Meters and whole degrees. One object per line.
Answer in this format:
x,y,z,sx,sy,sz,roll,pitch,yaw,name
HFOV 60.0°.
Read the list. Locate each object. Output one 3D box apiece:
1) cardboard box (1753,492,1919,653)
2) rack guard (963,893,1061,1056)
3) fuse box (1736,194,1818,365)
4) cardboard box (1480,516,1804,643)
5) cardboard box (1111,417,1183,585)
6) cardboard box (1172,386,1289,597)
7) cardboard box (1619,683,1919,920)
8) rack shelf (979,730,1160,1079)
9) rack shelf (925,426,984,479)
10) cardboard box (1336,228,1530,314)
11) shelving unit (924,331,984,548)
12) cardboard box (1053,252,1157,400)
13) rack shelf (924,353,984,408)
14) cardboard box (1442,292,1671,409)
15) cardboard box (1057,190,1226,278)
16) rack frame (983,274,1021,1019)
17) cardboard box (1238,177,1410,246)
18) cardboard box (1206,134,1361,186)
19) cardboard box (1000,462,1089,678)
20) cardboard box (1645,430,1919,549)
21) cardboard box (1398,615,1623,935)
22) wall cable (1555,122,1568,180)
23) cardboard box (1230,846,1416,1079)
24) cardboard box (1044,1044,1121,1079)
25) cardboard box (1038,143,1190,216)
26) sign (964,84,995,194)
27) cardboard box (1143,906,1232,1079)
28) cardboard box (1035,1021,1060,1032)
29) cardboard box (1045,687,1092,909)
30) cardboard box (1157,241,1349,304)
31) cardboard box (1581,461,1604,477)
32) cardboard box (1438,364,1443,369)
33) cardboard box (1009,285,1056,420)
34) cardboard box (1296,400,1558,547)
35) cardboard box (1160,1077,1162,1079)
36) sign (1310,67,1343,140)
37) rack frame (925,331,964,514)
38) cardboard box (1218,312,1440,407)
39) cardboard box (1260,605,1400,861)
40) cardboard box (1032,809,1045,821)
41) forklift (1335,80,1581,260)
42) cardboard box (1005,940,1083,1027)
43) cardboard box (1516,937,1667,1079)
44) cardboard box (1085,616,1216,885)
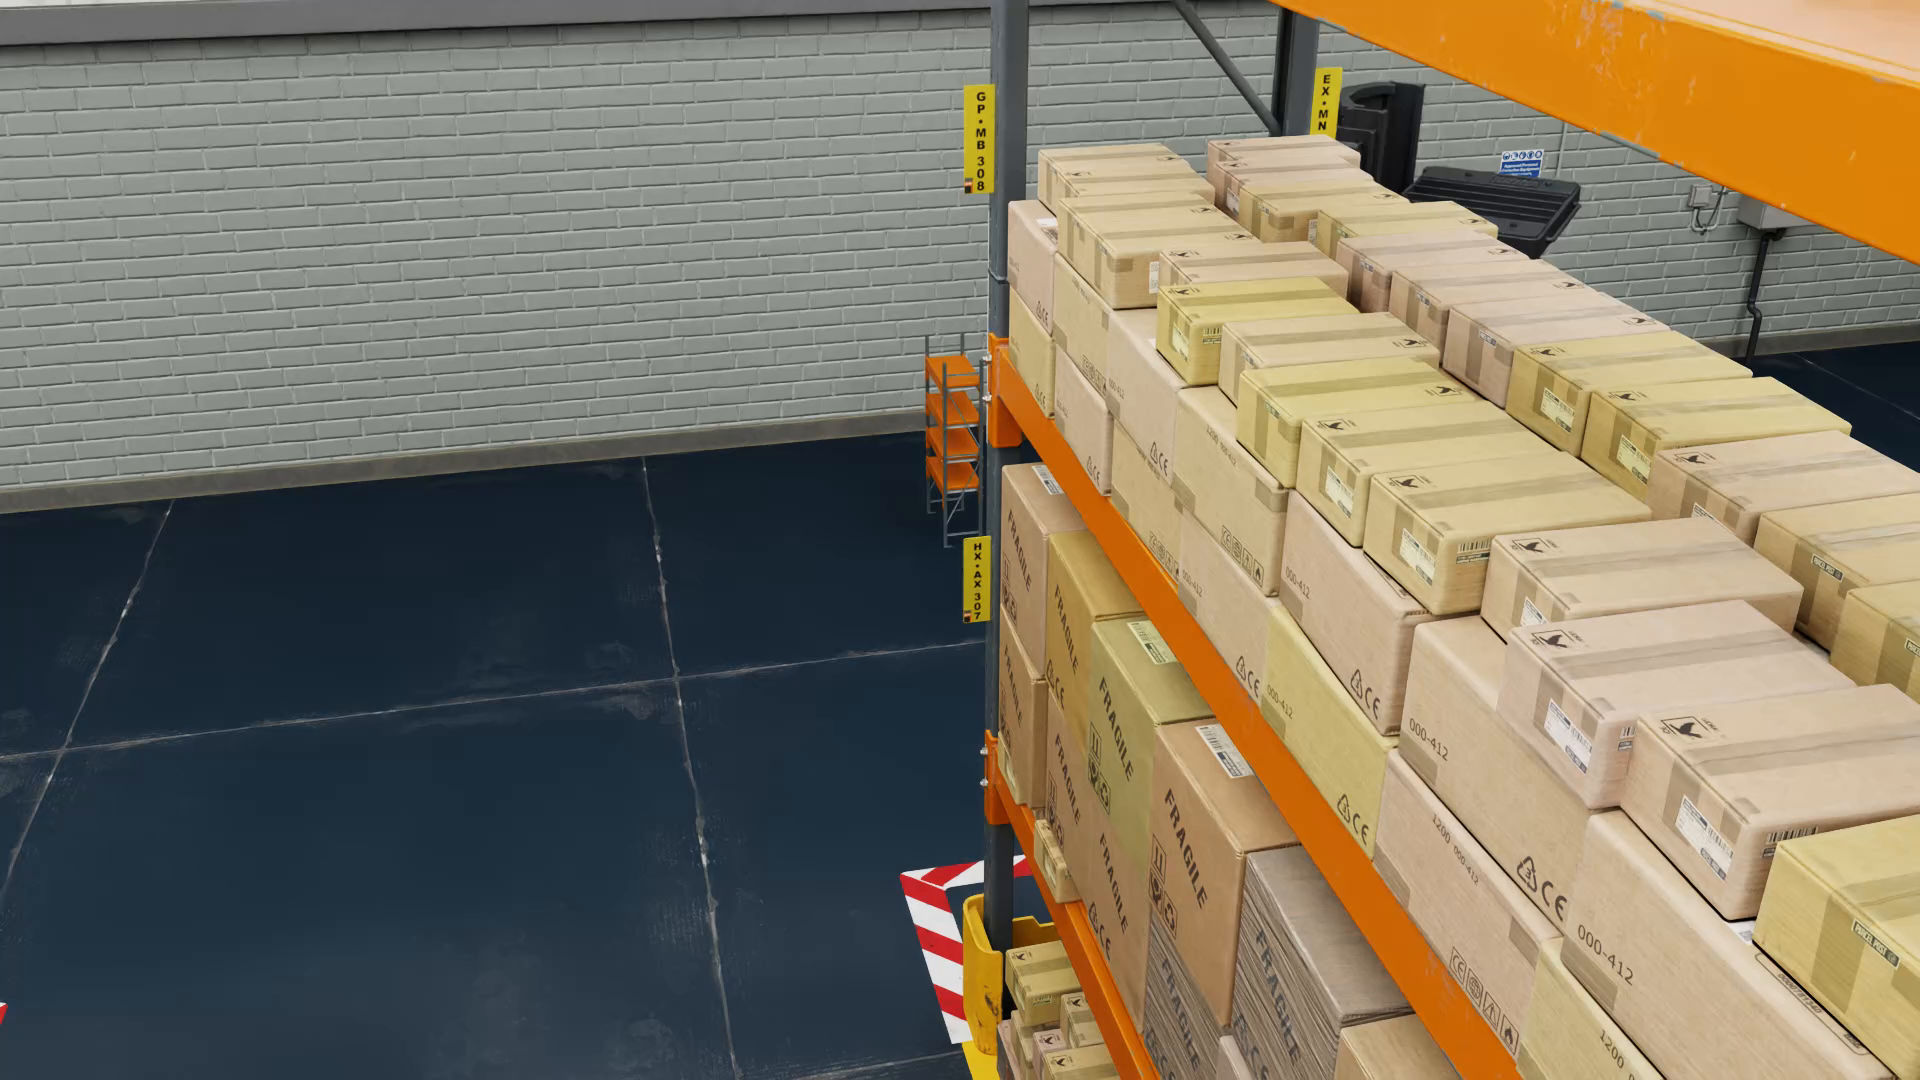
1.507,0.052,2.658,0.380,0.149,0.250,-7,28,-13,cardboard box
0.607,1.617,6.491,1.175,0.500,0.348,-6,27,-12,rack guard
6.176,-2.126,12.564,0.539,1.711,0.414,-6,27,-12,fuse box
1.045,0.096,2.572,0.380,0.149,0.250,-5,27,-10,cardboard box
0.686,-0.125,4.006,0.500,0.250,0.500,-7,28,-13,cardboard box
0.772,-0.134,3.470,0.500,0.250,0.500,-7,28,-14,cardboard box
1.085,0.326,2.116,0.380,0.149,0.250,-5,27,-10,cardboard box
1.041,1.667,4.417,1.077,0.370,4.000,-6,27,-12,rack shelf
-0.037,-0.548,10.154,0.258,0.148,0.480,-6,27,-12,rack shelf
1.134,-0.636,4.022,0.380,0.149,0.250,-7,28,-13,cardboard box
-0.037,-0.608,10.124,0.258,1.200,0.503,-6,27,-12,shelving unit
0.555,-0.579,4.352,0.500,0.250,0.500,-6,27,-12,cardboard box
-0.037,-0.959,9.947,0.258,0.148,0.480,-6,27,-12,rack shelf
1.277,-0.412,3.577,0.380,0.149,0.250,-7,28,-13,cardboard box
0.471,-0.800,4.346,0.380,0.149,0.250,-6,27,-12,cardboard box
0.590,0.468,5.994,1.000,3.000,0.127,-6,27,-12,rack frame
0.970,-0.859,4.462,0.380,0.149,0.250,-7,28,-13,cardboard box
0.952,-1.089,4.920,0.380,0.149,0.250,-6,27,-12,cardboard box
0.433,0.068,5.236,0.500,0.500,0.500,-6,27,-12,cardboard box
1.429,-0.059,2.879,0.380,0.149,0.250,-7,28,-13,cardboard box
1.034,0.322,2.566,0.500,0.250,0.500,-7,28,-14,cardboard box
4.097,-3.020,11.742,0.585,1.953,0.123,-6,27,-12,wall cable
0.899,0.969,3.451,0.500,0.500,0.500,-5,27,-10,cardboard box
0.489,1.784,5.423,0.380,0.149,0.250,-6,27,-12,cardboard box
0.441,-1.040,4.822,0.380,0.149,0.250,-6,27,-12,cardboard box
0.062,-1.206,5.012,0.100,0.325,0.005,-6,27,-12,sign
0.787,1.187,4.128,0.500,0.500,0.500,-7,28,-13,cardboard box
0.458,1.676,5.968,0.380,0.149,0.250,-5,27,-9,cardboard box
0.568,0.748,4.998,0.500,0.500,0.500,-6,27,-11,cardboard box
0.687,-0.591,3.932,0.380,0.149,0.250,-5,27,-10,cardboard box
1.409,0.051,3.102,0.500,0.250,0.500,-5,27,-11,cardboard box
1.171,-0.402,3.999,0.500,0.250,0.500,-6,27,-11,cardboard box
0.442,-0.581,4.910,0.500,0.250,0.500,-5,27,-10,cardboard box
0.838,-0.124,3.007,0.380,0.149,0.250,-6,27,-12,cardboard box
0.745,1.435,4.357,0.380,0.149,0.250,-5,27,-10,cardboard box
1.136,-1.314,5.213,0.100,0.325,0.005,-6,27,-12,sign
-0.092,-0.715,10.336,0.240,1.200,0.015,-6,27,-12,rack frame
0.763,-0.355,3.465,0.380,0.149,0.250,-5,27,-10,cardboard box
0.902,0.320,3.124,0.500,0.250,0.500,-6,27,-12,cardboard box
0.442,0.863,5.490,0.380,0.149,0.250,-5,27,-10,cardboard box
2.410,-0.724,8.431,3.031,2.935,1.130,14,30,25,forklift
0.377,1.552,5.884,0.380,0.149,0.250,-7,28,-14,cardboard box
1.118,0.764,2.246,0.500,0.250,0.500,-5,27,-10,cardboard box
0.648,0.520,4.341,0.500,0.500,0.500,-7,28,-13,cardboard box
